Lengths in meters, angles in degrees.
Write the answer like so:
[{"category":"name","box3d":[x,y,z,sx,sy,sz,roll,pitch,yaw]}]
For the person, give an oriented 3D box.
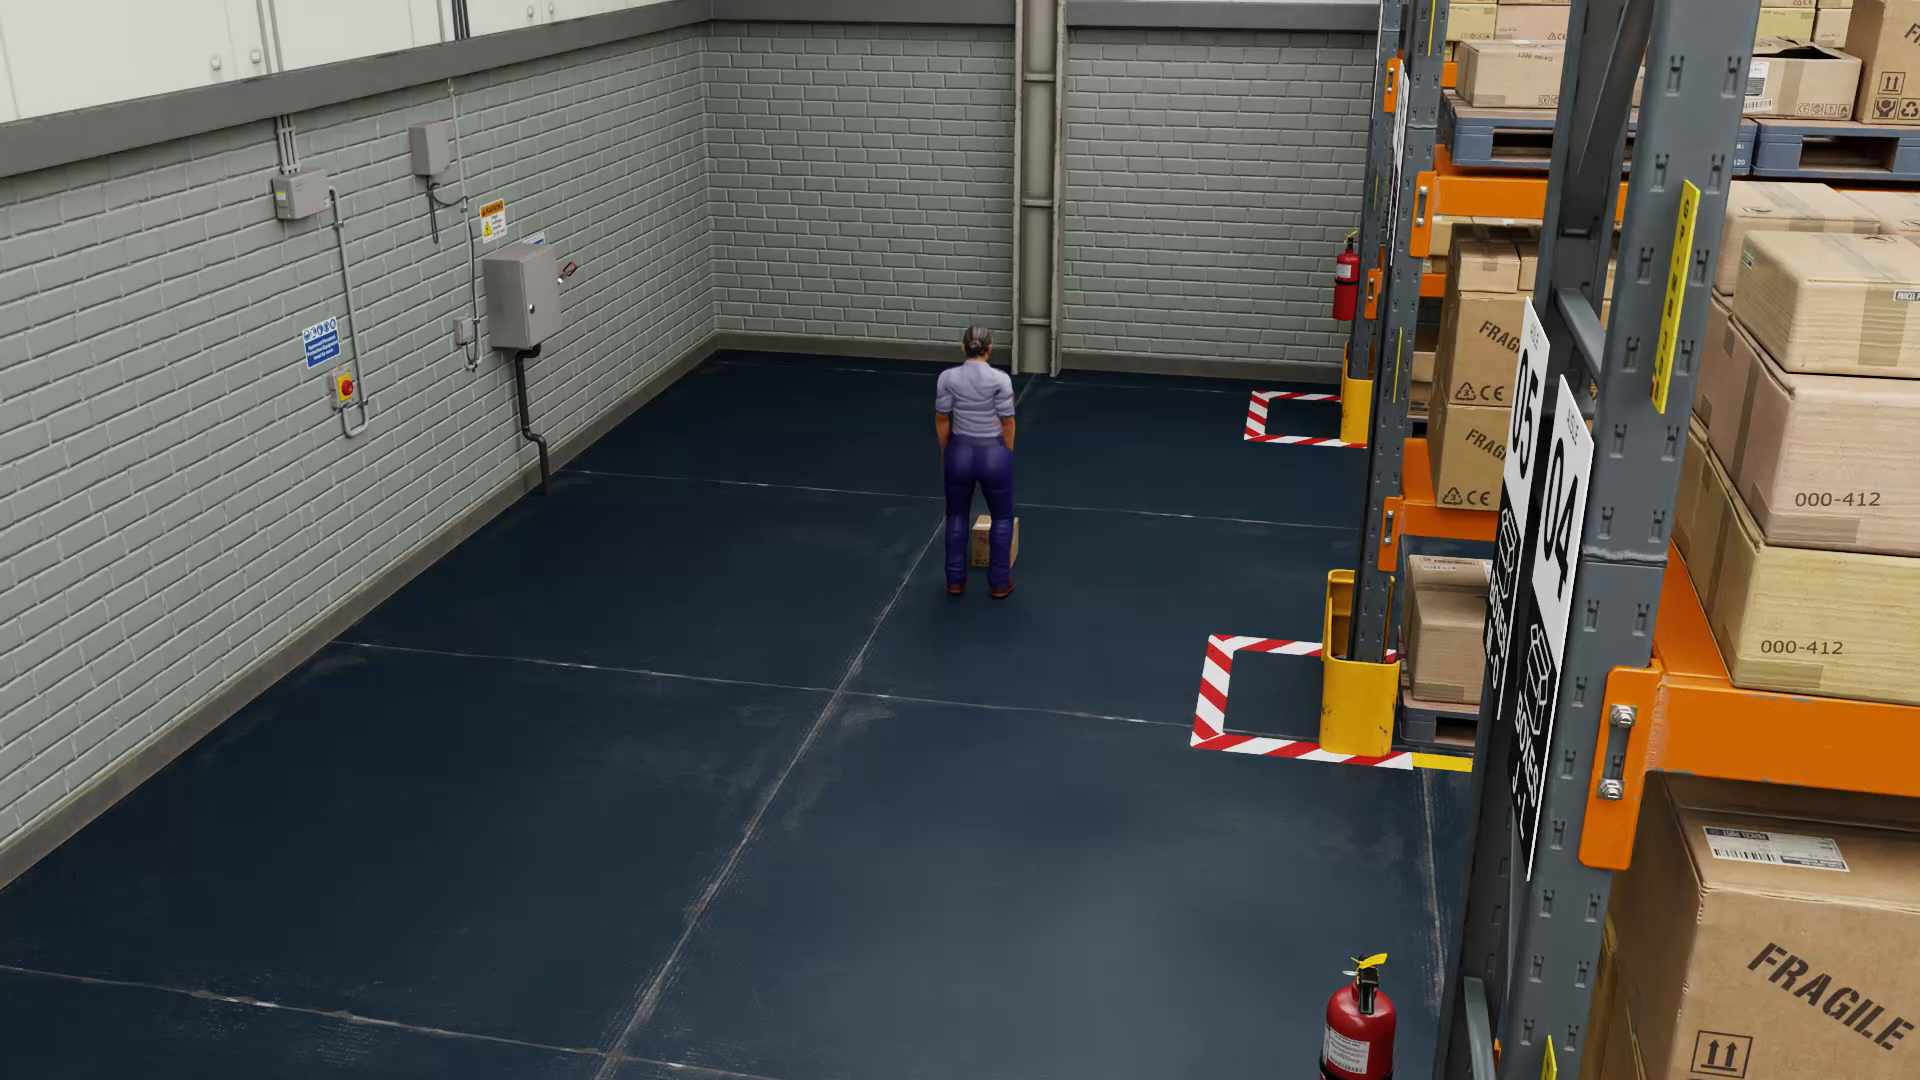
[{"category":"person","box3d":[0.088,-0.450,9.770,0.480,1.634,0.342,5,22,12]}]
